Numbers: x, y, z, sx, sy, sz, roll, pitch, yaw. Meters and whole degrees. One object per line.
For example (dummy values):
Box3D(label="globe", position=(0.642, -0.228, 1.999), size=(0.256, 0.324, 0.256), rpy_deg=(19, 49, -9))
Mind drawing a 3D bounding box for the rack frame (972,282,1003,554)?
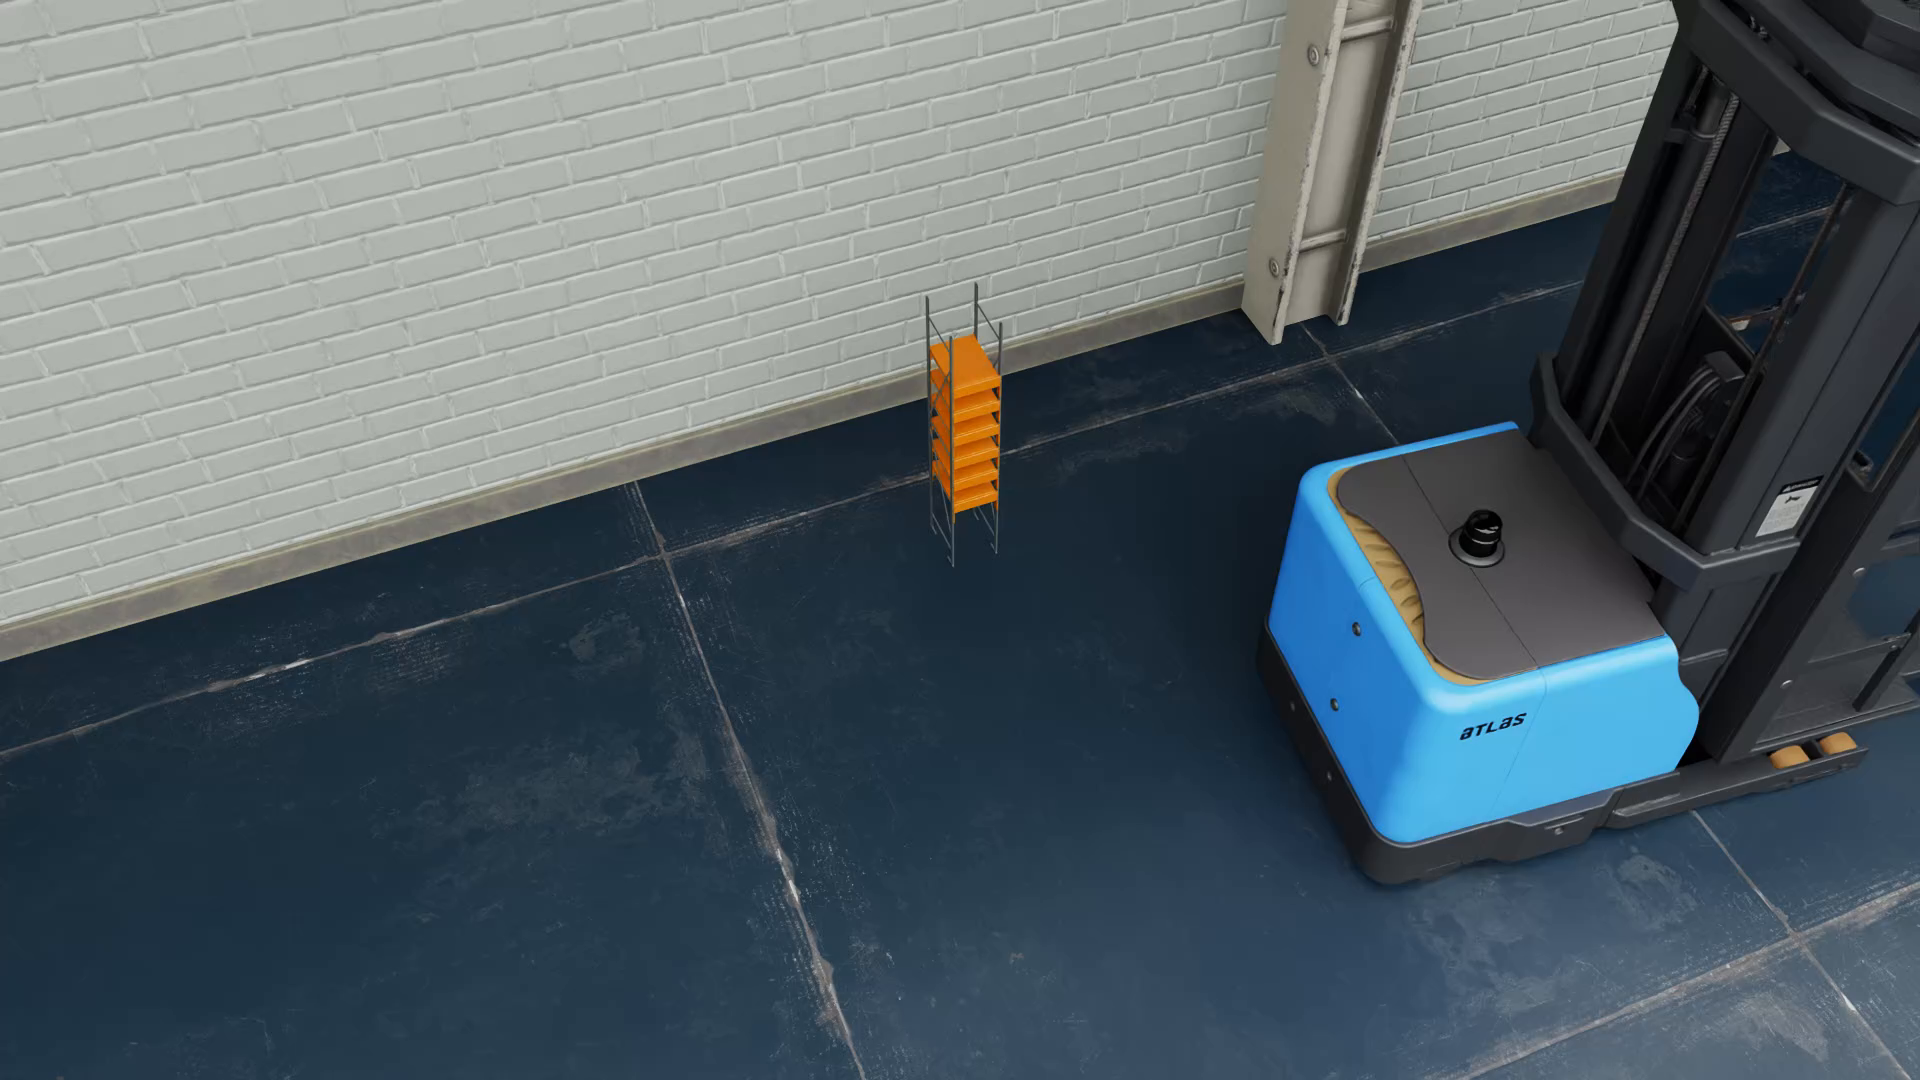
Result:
Box3D(label="rack frame", position=(0.098, -0.421, 6.162), size=(0.006, 1.200, 0.240), rpy_deg=(-17, 52, -14))

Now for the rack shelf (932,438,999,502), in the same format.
Box3D(label="rack shelf", position=(0.013, -0.288, 6.264), size=(0.180, 0.103, 0.258), rpy_deg=(-17, 52, -14))

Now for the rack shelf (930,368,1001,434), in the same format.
Box3D(label="rack shelf", position=(0.013, -0.522, 5.991), size=(0.180, 0.103, 0.258), rpy_deg=(-17, 52, -14))

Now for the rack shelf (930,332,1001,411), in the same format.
Box3D(label="rack shelf", position=(0.013, -0.601, 5.900), size=(0.180, 0.103, 0.258), rpy_deg=(-17, 52, -14))

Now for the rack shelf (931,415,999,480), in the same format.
Box3D(label="rack shelf", position=(0.013, -0.366, 6.173), size=(0.180, 0.103, 0.258), rpy_deg=(-17, 52, -14))

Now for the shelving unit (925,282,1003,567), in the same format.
Box3D(label="shelving unit", position=(0.013, -0.395, 6.139), size=(0.189, 1.200, 0.258), rpy_deg=(-17, 52, -14))

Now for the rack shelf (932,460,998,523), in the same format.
Box3D(label="rack shelf", position=(0.013, -0.210, 6.355), size=(0.180, 0.103, 0.258), rpy_deg=(-17, 52, -14))

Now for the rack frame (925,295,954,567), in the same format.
Box3D(label="rack frame", position=(-0.071, -0.369, 6.117), size=(0.006, 1.200, 0.240), rpy_deg=(-17, 52, -14))

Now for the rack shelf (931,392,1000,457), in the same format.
Box3D(label="rack shelf", position=(0.013, -0.444, 6.082), size=(0.180, 0.103, 0.258), rpy_deg=(-17, 52, -14))

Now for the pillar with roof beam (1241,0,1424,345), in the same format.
Box3D(label="pillar with roof beam", position=(3.122, -0.930, 1.458), size=(0.400, 9.000, 9.100), rpy_deg=(-17, 52, -14))

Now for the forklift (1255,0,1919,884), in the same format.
Box3D(label="forklift", position=(2.660, -0.455, 5.050), size=(3.031, 2.935, 1.130), rpy_deg=(-13, 51, -11))
